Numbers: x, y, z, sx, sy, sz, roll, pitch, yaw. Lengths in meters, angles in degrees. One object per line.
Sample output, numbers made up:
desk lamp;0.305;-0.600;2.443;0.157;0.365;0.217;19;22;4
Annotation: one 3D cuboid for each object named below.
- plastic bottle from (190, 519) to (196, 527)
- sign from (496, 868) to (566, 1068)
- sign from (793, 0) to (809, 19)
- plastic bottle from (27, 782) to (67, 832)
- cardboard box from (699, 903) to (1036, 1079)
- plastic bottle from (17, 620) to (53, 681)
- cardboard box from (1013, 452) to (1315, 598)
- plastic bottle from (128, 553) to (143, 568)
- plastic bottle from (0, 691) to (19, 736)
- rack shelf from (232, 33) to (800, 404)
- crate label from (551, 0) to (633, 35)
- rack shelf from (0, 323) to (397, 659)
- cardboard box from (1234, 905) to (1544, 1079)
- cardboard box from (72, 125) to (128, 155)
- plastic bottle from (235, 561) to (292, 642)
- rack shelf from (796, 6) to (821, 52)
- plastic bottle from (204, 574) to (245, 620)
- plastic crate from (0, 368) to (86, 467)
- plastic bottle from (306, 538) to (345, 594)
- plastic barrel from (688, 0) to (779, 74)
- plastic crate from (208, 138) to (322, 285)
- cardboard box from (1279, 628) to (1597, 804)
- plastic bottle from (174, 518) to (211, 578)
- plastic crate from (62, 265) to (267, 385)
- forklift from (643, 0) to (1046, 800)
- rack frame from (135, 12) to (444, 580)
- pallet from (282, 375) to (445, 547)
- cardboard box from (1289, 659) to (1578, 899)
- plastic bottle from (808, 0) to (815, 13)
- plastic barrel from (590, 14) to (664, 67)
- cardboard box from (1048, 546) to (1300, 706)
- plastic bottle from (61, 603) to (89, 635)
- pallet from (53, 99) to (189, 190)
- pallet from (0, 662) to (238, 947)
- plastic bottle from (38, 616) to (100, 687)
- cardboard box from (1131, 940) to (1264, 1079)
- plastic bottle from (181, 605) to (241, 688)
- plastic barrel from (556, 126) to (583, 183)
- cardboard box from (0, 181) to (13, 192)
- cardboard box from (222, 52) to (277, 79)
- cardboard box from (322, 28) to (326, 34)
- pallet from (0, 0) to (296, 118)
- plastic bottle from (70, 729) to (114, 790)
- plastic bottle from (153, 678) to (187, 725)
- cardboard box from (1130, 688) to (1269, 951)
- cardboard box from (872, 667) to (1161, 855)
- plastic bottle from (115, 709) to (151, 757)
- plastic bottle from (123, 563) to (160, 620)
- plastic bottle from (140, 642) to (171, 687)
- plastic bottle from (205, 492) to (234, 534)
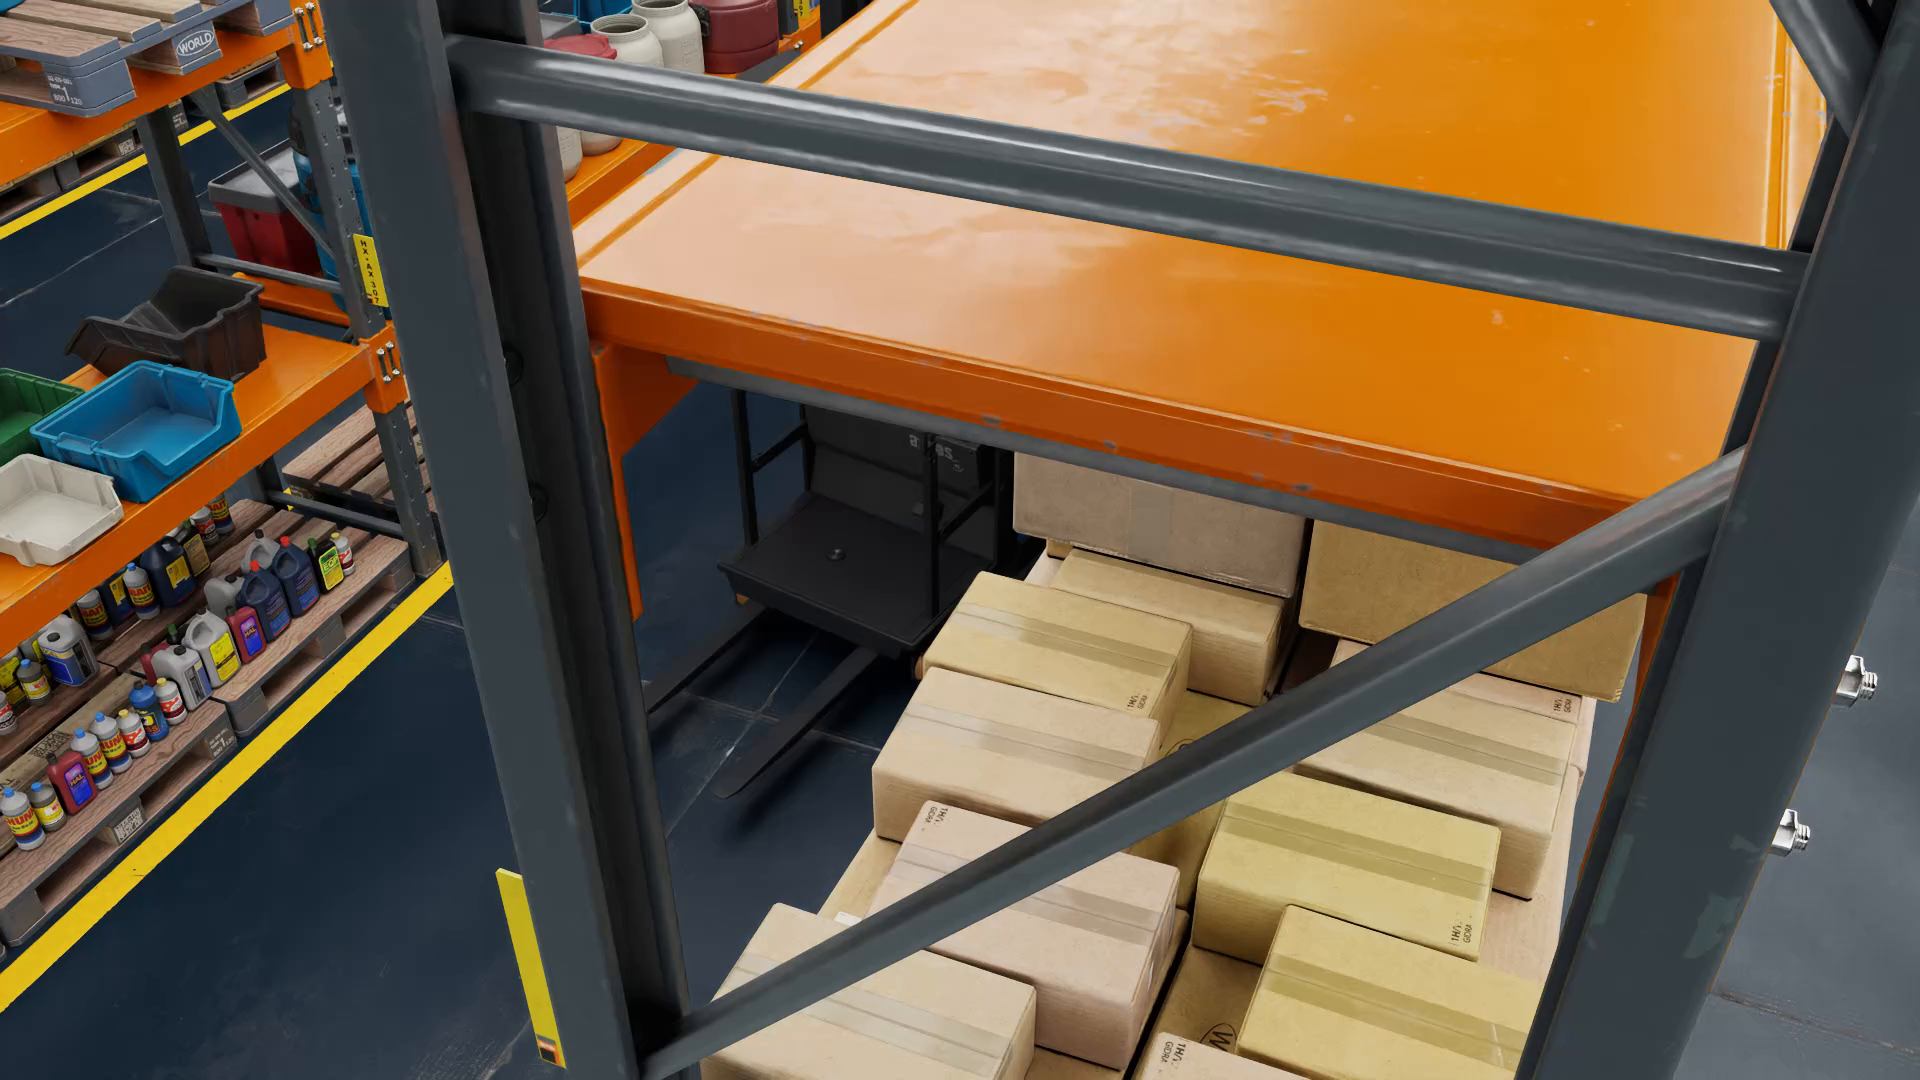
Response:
plastic bottle;-3.602;-0.025;7.748;0.097;0.201;0.097;0;37;0
sign;-0.445;0.490;1.844;0.100;0.325;0.005;14;39;18
sign;-0.964;-3.318;10.047;0.100;0.325;0.005;14;39;18
plastic bottle;-3.502;1.010;6.363;0.097;0.201;0.097;0;37;0
cardboard box;-0.122;0.658;2.151;0.380;0.149;0.250;14;39;18
plastic bottle;-3.922;0.418;7.031;0.144;0.351;0.185;14;39;17
cardboard box;0.416;-0.293;2.881;0.500;0.500;0.500;14;39;18
plastic bottle;-3.689;0.078;7.485;0.144;0.351;0.185;15;39;19
plastic bottle;-3.930;0.691;6.789;0.097;0.201;0.097;0;37;0
rack shelf;-2.237;-1.978;8.992;1.077;0.370;4.000;14;39;18
crate label;-2.104;-2.899;9.594;0.502;0.435;0.616;14;39;18
rack shelf;-3.759;0.236;6.029;1.077;0.370;4.000;14;39;18
cardboard box;0.567;0.661;2.146;0.380;0.149;0.250;15;39;19
cardboard box;-6.223;-2.938;11.621;0.500;0.250;0.500;13;39;17
plastic bottle;-3.049;0.254;7.250;0.144;0.351;0.185;12;38;15
rack shelf;-0.715;-4.193;11.955;1.077;0.370;4.000;14;39;18
plastic bottle;-3.196;0.264;7.299;0.152;0.276;0.135;14;39;18
plastic crate;-3.775;-0.387;6.439;0.450;0.188;0.662;14;39;18
plastic bottle;-2.876;0.094;7.520;0.061;0.283;0.133;16;40;20
plastic barrel;-1.372;-3.102;9.781;0.600;0.536;0.708;14;39;18
plastic crate;-3.096;-1.523;7.728;0.402;0.464;0.583;14;39;18
cardboard box;0.866;0.274;2.998;0.500;0.250;0.500;14;39;18
plastic bottle;-3.523;0.038;7.595;0.061;0.283;0.133;14;39;18
plastic crate;-3.315;-0.873;6.965;0.767;0.338;0.504;14;39;18
forklift;-0.396;-0.851;6.940;1.130;2.935;3.031;21;42;25
rack frame;-2.998;-1.159;7.295;1.000;3.000;0.127;14;39;18
pallet;-2.735;-0.486;8.724;1.003;0.211;1.213;14;39;18
cardboard box;0.719;0.359;2.551;0.380;0.149;0.250;15;39;20
plastic bottle;-1.012;-3.490;10.517;0.152;0.276;0.135;14;39;18
plastic barrel;-1.830;-2.567;9.086;0.421;0.512;0.421;0;37;0
cardboard box;0.371;0.111;2.883;0.380;0.149;0.250;14;39;18
plastic bottle;-3.862;0.291;7.256;0.061;0.283;0.133;16;40;20
pallet;-6.404;-2.940;12.008;1.003;0.211;1.213;14;39;18
pallet;-3.755;0.998;6.739;1.003;0.211;1.213;14;39;18
plastic bottle;-3.776;0.468;7.026;0.152;0.276;0.135;14;39;18
cardboard box;0.483;0.835;2.248;0.500;0.250;0.500;15;39;19
plastic bottle;-3.172;0.433;7.010;0.144;0.351;0.185;14;39;17
plastic barrel;-2.152;-2.100;8.440;0.433;0.535;0.433;0;37;0
cardboard box;-6.610;-2.375;10.868;0.500;0.250;0.500;15;39;19
cardboard box;-5.618;-3.866;12.637;0.500;0.500;0.500;15;39;20
cardboard box;-5.228;-4.434;13.397;0.500;0.500;0.500;13;39;17
pallet;-3.182;-1.863;5.890;1.213;0.211;1.003;14;39;18
plastic bottle;-3.411;0.850;6.519;0.097;0.271;0.097;0;37;0
plastic bottle;-3.257;0.653;6.840;0.097;0.201;0.097;0;37;0
cardboard box;0.197;0.440;2.775;0.500;0.250;0.500;14;39;18
cardboard box;0.088;0.364;2.544;0.380;0.149;0.250;12;38;16
plastic bottle;-3.335;0.767;6.688;0.097;0.201;0.097;0;37;0
plastic bottle;-3.632;0.218;7.365;0.097;0.271;0.097;0;37;0
plastic bottle;-3.336;0.525;6.943;0.061;0.283;0.133;14;39;18
plastic bottle;-3.524;-0.166;7.878;0.097;0.271;0.097;0;37;0
